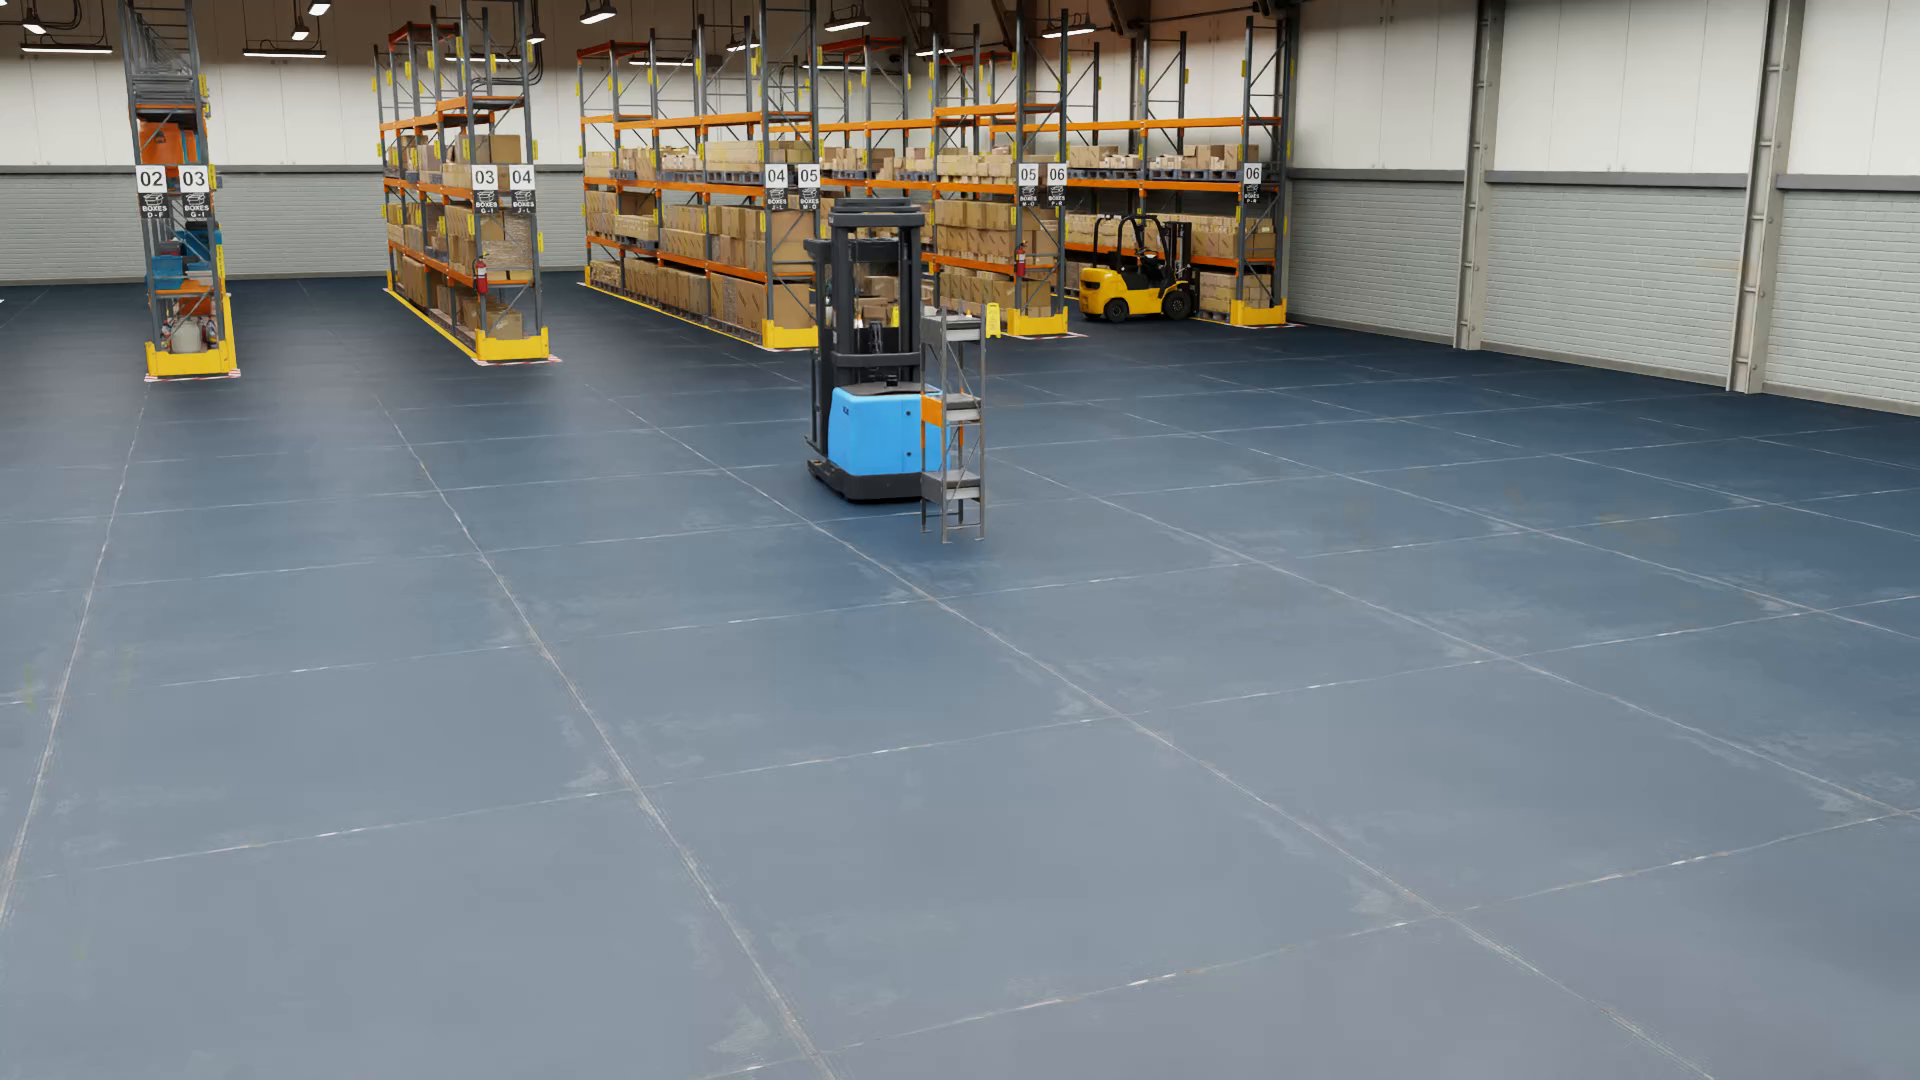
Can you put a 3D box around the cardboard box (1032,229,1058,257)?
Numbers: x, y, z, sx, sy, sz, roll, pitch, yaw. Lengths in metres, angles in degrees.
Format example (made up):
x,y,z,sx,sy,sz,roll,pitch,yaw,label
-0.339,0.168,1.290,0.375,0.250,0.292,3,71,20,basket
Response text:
x,y,z,sx,sy,sz,roll,pitch,yaw,label
1.590,-5.749,32.174,0.500,0.500,0.500,-6,14,-24,cardboard box

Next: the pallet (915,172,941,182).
x,y,z,sx,sy,sz,roll,pitch,yaw,label
-0.226,-7.766,35.534,1.213,0.211,1.003,-6,14,-23,pallet

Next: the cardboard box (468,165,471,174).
x,y,z,sx,sy,sz,roll,pitch,yaw,label
-7.951,-6.149,27.580,0.380,0.149,0.250,-6,14,-23,cardboard box

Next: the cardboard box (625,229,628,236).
x,y,z,sx,sy,sz,roll,pitch,yaw,label
-7.625,-7.189,38.906,0.380,0.149,0.250,-6,14,-25,cardboard box

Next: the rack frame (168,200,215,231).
x,y,z,sx,sy,sz,roll,pitch,yaw,label
-18.502,-7.395,40.170,1.000,3.000,0.127,-6,14,-23,rack frame

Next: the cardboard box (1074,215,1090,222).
x,y,z,sx,sy,sz,roll,pitch,yaw,label
2.960,-7.700,39.829,0.380,0.149,0.250,-5,14,-21,cardboard box

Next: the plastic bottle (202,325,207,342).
x,y,z,sx,sy,sz,roll,pitch,yaw,label
-13.002,-3.550,28.604,0.061,0.283,0.133,-6,14,-23,plastic bottle

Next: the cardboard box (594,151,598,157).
x,y,z,sx,sy,sz,roll,pitch,yaw,label
-9.015,-9.734,41.964,0.380,0.149,0.250,-5,14,-21,cardboard box

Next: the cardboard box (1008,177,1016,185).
x,y,z,sx,sy,sz,roll,pitch,yaw,label
1.127,-6.820,31.587,0.380,0.149,0.250,-6,14,-23,cardboard box

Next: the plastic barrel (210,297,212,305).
x,y,z,sx,sy,sz,roll,pitch,yaw,label
-15.961,-5.105,34.692,0.600,0.588,0.708,-6,14,-23,plastic barrel

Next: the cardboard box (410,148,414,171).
x,y,z,sx,sy,sz,roll,pitch,yaw,label
-11.597,-8.326,36.380,0.797,0.503,0.637,-6,14,-24,cardboard box

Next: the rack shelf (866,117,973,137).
x,y,z,sx,sy,sz,roll,pitch,yaw,label
-0.878,-9.049,36.494,1.077,0.370,4.000,-6,14,-23,rack shelf

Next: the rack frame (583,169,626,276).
x,y,z,sx,sy,sz,roll,pitch,yaw,label
-9.378,-8.270,43.949,1.000,3.000,0.127,-6,14,-23,rack frame

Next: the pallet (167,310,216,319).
x,y,z,sx,sy,sz,roll,pitch,yaw,label
-15.651,-4.543,34.031,1.003,0.211,1.213,-6,14,-23,pallet

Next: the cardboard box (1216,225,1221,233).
x,y,z,sx,sy,sz,roll,pitch,yaw,label
5.499,-6.402,34.216,0.380,0.149,0.250,-5,14,-22,cardboard box

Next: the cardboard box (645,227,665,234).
x,y,z,sx,sy,sz,roll,pitch,yaw,label
-6.789,-6.905,37.018,0.380,0.149,0.250,-5,14,-22,cardboard box

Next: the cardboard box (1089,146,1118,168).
x,y,z,sx,sy,sz,roll,pitch,yaw,label
3.342,-8.915,38.711,0.500,0.500,0.500,-5,14,-22,cardboard box

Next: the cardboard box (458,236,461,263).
x,y,z,sx,sy,sz,roll,pitch,yaw,label
-8.572,-5.258,30.053,0.875,0.500,0.500,-6,14,-23,cardboard box

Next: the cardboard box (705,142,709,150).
x,y,z,sx,sy,sz,roll,pitch,yaw,label
-4.737,-7.665,32.321,0.380,0.149,0.250,-5,14,-22,cardboard box

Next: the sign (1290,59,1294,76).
x,y,z,sx,sy,sz,roll,pitch,yaw,label
6.583,-9.385,33.040,0.100,0.325,0.005,-6,14,-23,sign

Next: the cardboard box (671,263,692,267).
x,y,z,sx,sy,sz,roll,pitch,yaw,label
-6.228,-6.133,37.667,0.500,0.250,0.500,-6,14,-26,cardboard box

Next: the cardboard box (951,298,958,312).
x,y,z,sx,sy,sz,roll,pitch,yaw,label
0.137,-4.868,34.417,0.500,0.250,0.500,-5,14,-20,cardboard box

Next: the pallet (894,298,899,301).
x,y,z,sx,sy,sz,roll,pitch,yaw,label
-0.882,-5.313,37.358,1.003,0.211,1.213,-6,14,-23,pallet

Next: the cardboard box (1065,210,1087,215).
x,y,z,sx,sy,sz,roll,pitch,yaw,label
2.805,-7.908,41.232,0.500,0.500,0.500,-5,14,-20,cardboard box

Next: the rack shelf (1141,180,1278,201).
x,y,z,sx,sy,sz,roll,pitch,yaw,label
5.271,-7.405,35.157,1.077,0.370,4.000,-6,14,-23,rack shelf

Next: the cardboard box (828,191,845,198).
x,y,z,sx,sy,sz,roll,pitch,yaw,label
-3.170,-8.852,42.586,0.380,0.149,0.250,-6,14,-24,cardboard box

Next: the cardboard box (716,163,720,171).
x,y,z,sx,sy,sz,roll,pitch,yaw,label
-4.433,-7.120,31.733,0.380,0.149,0.250,-6,14,-24,cardboard box

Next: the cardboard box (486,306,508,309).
x,y,z,sx,sy,sz,roll,pitch,yaw,label
-8.293,-3.906,29.705,0.500,0.500,0.500,-4,14,-18,cardboard box

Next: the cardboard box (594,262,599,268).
x,y,z,sx,sy,sz,roll,pitch,yaw,label
-9.276,-7.127,43.081,0.380,0.149,0.250,-6,14,-23,cardboard box

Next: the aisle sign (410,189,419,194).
x,y,z,sx,sy,sz,roll,pitch,yaw,label
-13.717,-9.151,41.991,0.394,0.787,0.004,-6,14,-23,aisle sign

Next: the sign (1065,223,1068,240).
x,y,z,sx,sy,sz,roll,pitch,yaw,label
2.023,-5.903,31.802,0.100,0.325,0.005,-6,14,-23,sign

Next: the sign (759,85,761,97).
x,y,z,sx,sy,sz,roll,pitch,yaw,label
-5.394,-12.144,44.960,0.100,0.325,0.005,-6,14,-23,sign

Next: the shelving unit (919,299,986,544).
x,y,z,sx,sy,sz,roll,pitch,yaw,label
-0.066,-1.057,14.781,0.431,2.100,0.503,-6,14,-23,shelving unit

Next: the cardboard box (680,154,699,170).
x,y,z,sx,sy,sz,roll,pitch,yaw,label
-5.475,-7.804,34.329,0.500,0.311,0.500,-6,14,-25,cardboard box

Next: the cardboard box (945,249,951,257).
x,y,z,sx,sy,sz,roll,pitch,yaw,label
-0.095,-5.995,34.675,0.380,0.149,0.250,-5,14,-21,cardboard box

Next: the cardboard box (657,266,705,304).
x,y,z,sx,sy,sz,roll,pitch,yaw,label
-6.012,-5.592,36.435,1.050,0.750,0.750,-6,14,-24,cardboard box

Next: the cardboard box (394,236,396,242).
x,y,z,sx,sy,sz,roll,pitch,yaw,label
-13.506,-7.299,40.313,0.380,0.149,0.250,-6,14,-24,cardboard box

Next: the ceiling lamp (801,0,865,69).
x,y,z,sx,sy,sz,roll,pitch,yaw,label
-3.544,-15.297,48.061,2.000,3.185,0.800,-6,14,-23,ceiling lamp

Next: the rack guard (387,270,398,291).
x,y,z,sx,sy,sz,roll,pitch,yaw,label
-13.973,-6.630,42.406,1.175,0.500,0.348,-6,14,-23,rack guard

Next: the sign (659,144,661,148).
x,y,z,sx,sy,sz,roll,pitch,yaw,label
-7.269,-9.399,40.157,0.100,0.325,0.005,-6,14,-23,sign

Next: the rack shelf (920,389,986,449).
x,y,z,sx,sy,sz,roll,pitch,yaw,label
-0.066,-1.044,14.784,0.431,0.518,0.480,-6,14,-23,rack shelf

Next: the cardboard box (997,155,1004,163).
x,y,z,sx,sy,sz,roll,pitch,yaw,label
0.933,-7.311,31.941,0.380,0.149,0.250,-6,14,-24,cardboard box

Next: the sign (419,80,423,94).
x,y,z,sx,sy,sz,roll,pitch,yaw,label
-13.461,-11.305,41.512,0.100,0.325,0.005,-6,14,-23,sign

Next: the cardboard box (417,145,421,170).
x,y,z,sx,sy,sz,roll,pitch,yaw,label
-10.806,-7.823,34.036,0.500,0.500,0.500,-5,14,-22,cardboard box

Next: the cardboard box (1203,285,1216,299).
x,y,z,sx,sy,sz,roll,pitch,yaw,label
5.400,-5.167,34.599,0.500,0.250,0.500,-6,14,-24,cardboard box

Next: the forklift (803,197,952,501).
x,y,z,sx,sy,sz,roll,pitch,yaw,label
-1.004,-2.104,17.462,1.130,2.935,3.031,-4,14,-17,forklift

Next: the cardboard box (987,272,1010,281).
x,y,z,sx,sy,sz,roll,pitch,yaw,label
0.757,-5.190,32.708,0.380,0.149,0.250,-5,14,-21,cardboard box

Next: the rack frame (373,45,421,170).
x,y,z,sx,sy,sz,roll,pitch,yaw,label
-13.964,-10.765,41.427,1.000,3.000,0.127,-6,14,-23,rack frame

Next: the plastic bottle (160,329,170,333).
x,y,z,sx,sy,sz,roll,pitch,yaw,label
-13.361,-3.400,27.973,0.152,0.276,0.135,-6,14,-25,plastic bottle

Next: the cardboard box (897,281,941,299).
x,y,z,sx,sy,sz,roll,pitch,yaw,label
-0.860,-5.583,37.235,0.950,0.372,0.625,-5,14,-21,cardboard box

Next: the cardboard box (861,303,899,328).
x,y,z,sx,sy,sz,roll,pitch,yaw,label
-1.497,-4.350,32.549,0.637,0.503,0.797,6,14,26,cardboard box

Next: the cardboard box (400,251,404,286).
x,y,z,sx,sy,sz,roll,pitch,yaw,label
-13.269,-6.699,40.943,0.875,0.875,0.875,-6,14,-23,cardboard box

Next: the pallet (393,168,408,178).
x,y,z,sx,sy,sz,roll,pitch,yaw,label
-12.679,-8.604,38.939,1.003,0.211,1.213,-6,14,-23,pallet
